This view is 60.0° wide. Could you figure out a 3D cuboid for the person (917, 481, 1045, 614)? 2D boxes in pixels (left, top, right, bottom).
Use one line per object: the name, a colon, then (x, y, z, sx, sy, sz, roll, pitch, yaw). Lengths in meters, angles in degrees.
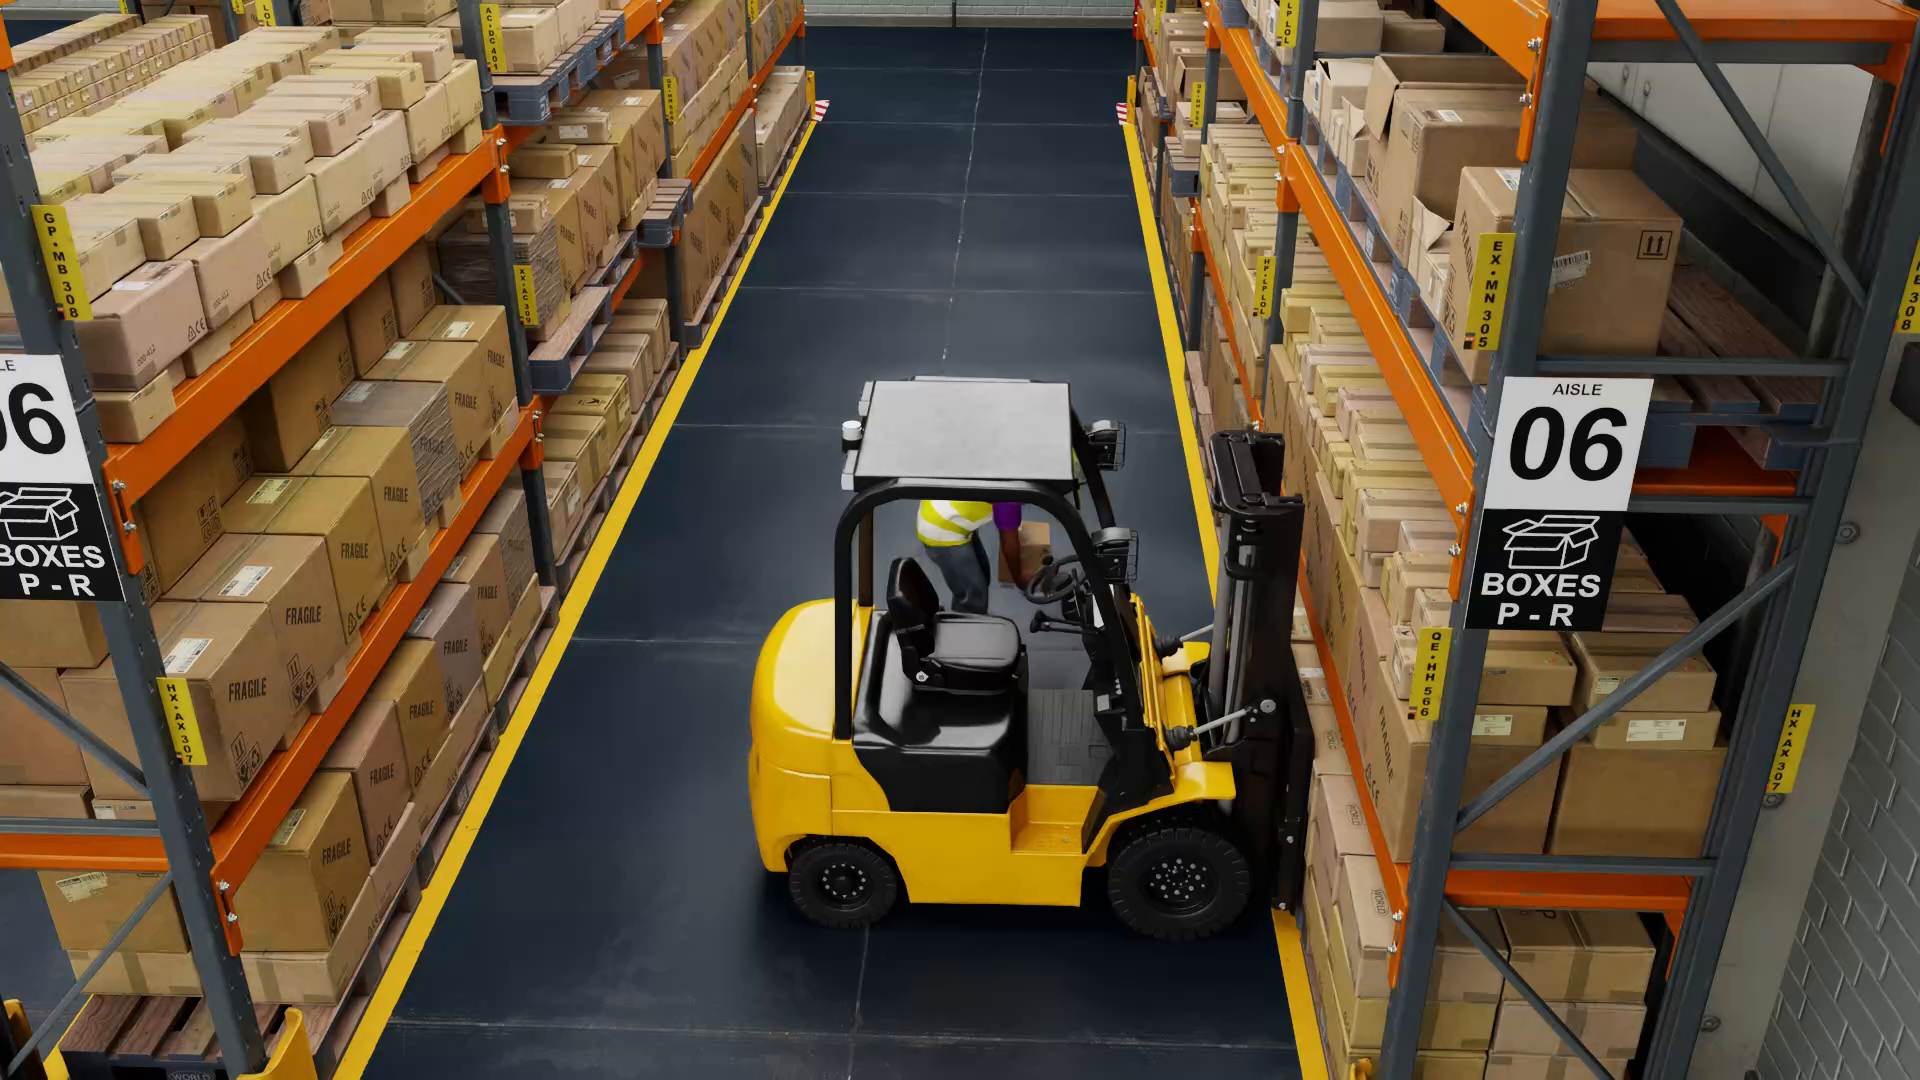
person: (0.173, 0.020, 8.793, 0.800, 1.545, 0.487, 0, 28, 1)
